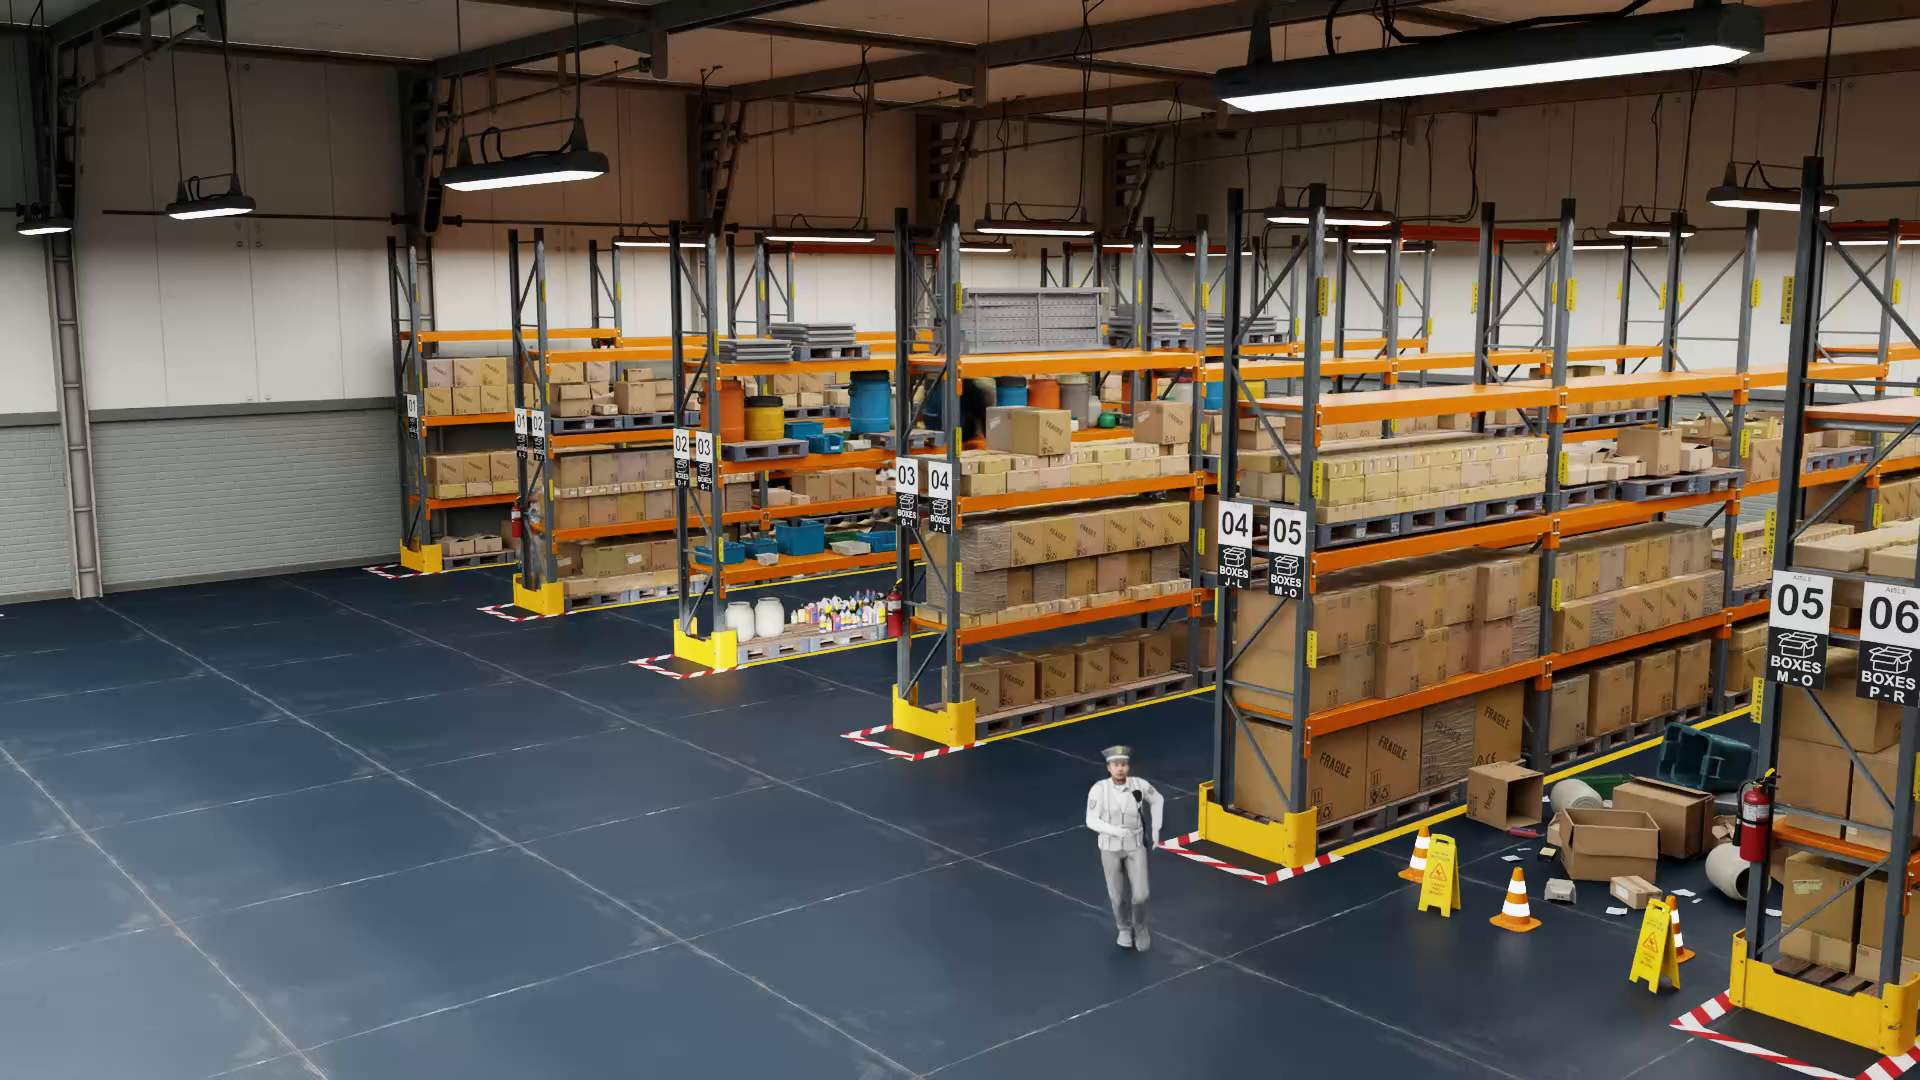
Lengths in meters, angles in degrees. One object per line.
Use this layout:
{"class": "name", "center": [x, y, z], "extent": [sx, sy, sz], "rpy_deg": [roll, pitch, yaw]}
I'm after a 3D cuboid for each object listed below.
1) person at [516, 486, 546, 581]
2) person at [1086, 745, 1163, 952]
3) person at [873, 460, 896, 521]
{"class": "person", "center": [-7.169, -0.029, 28.236], "extent": [0.690, 1.818, 0.721], "rpy_deg": [-7, 11, -39]}
{"class": "person", "center": [1.271, 2.384, 12.852], "extent": [0.592, 1.662, 0.586], "rpy_deg": [1, 9, 6]}
{"class": "person", "center": [-1.460, -0.824, 33.723], "extent": [0.570, 1.723, 0.822], "rpy_deg": [7, 11, 38]}
